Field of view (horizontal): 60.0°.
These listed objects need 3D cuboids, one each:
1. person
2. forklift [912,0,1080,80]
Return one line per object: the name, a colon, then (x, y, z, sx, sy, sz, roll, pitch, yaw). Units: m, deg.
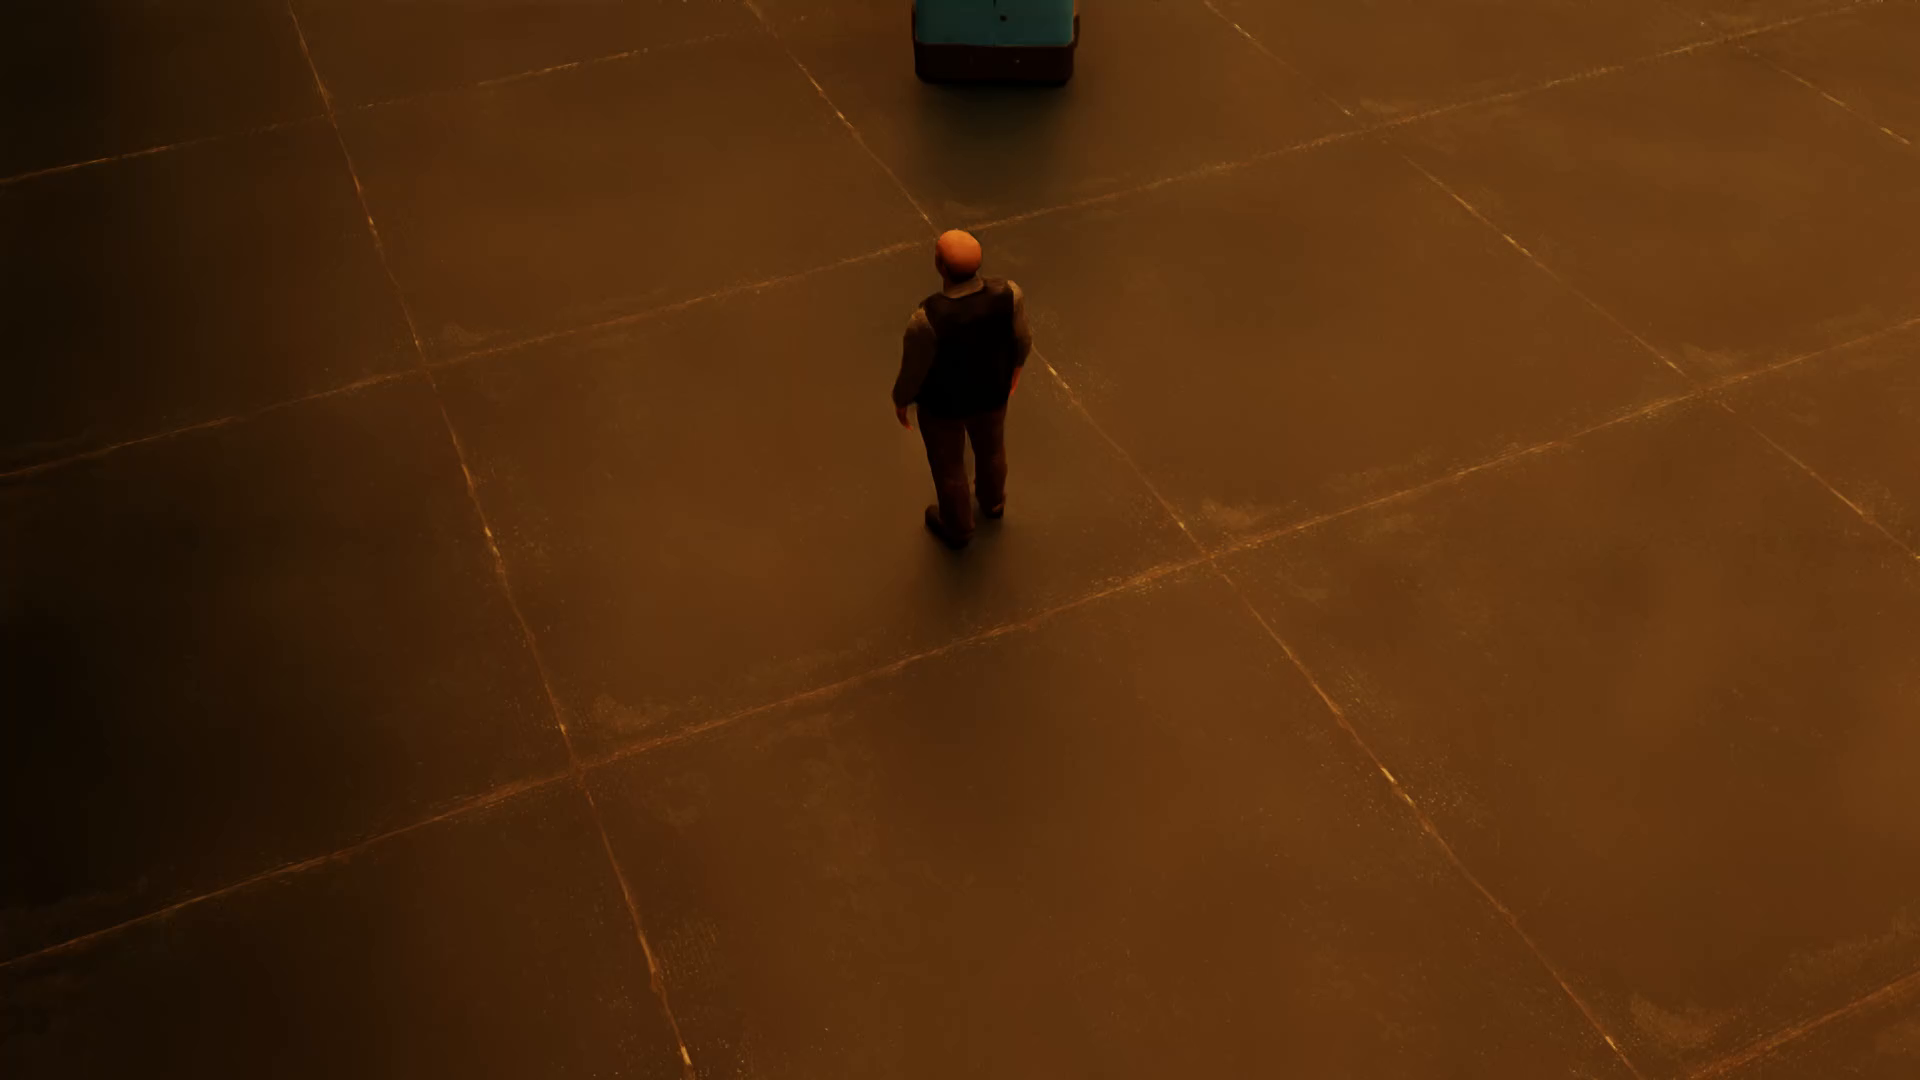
person: (-0.019, -0.649, 7.305, 0.632, 1.649, 0.567, -18, 46, -18)
forklift: (0.281, -5.098, 11.143, 1.130, 2.935, 3.031, 2, 43, 2)
